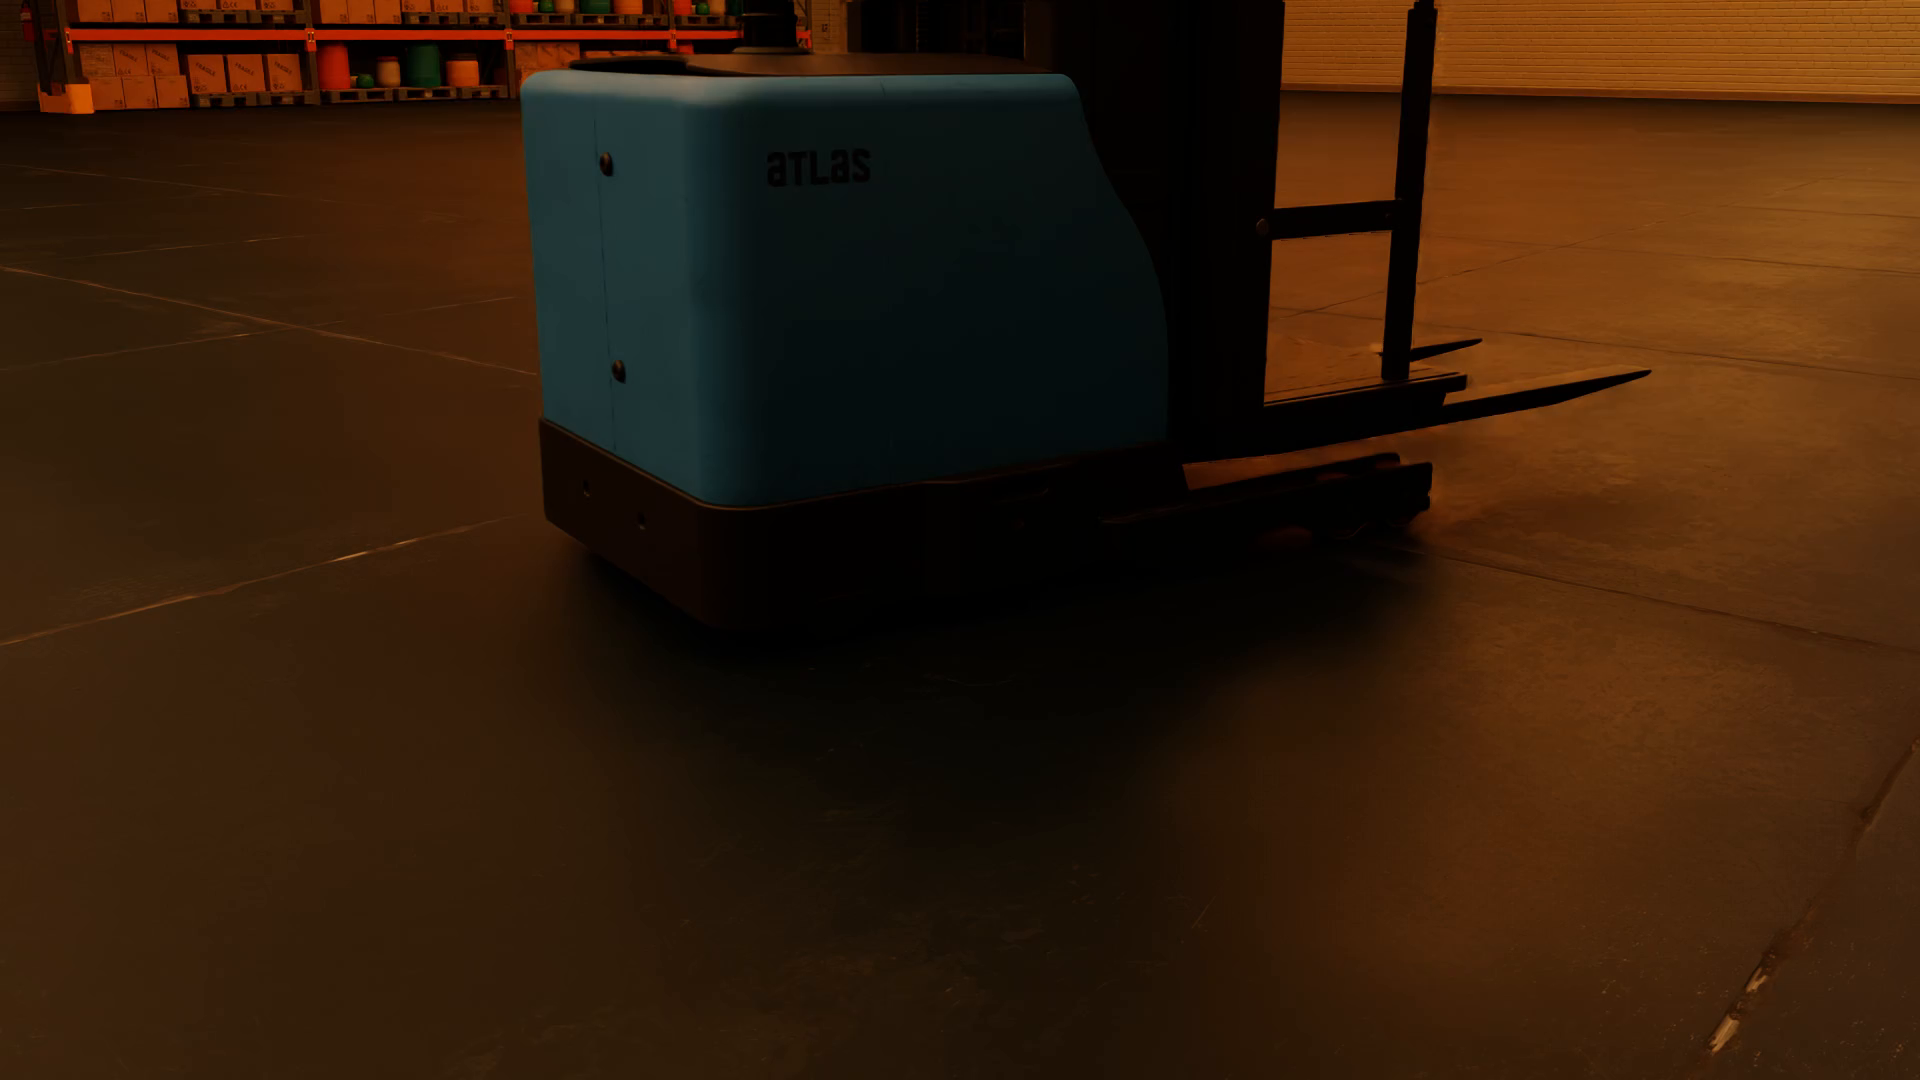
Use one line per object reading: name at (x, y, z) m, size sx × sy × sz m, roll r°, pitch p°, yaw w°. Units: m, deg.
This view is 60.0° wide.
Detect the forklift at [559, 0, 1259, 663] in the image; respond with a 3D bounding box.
forklift at (0.182, -1.571, 4.072) m, size 1.130 × 2.935 × 3.031 m, roll 5°, pitch 18°, yaw 17°
